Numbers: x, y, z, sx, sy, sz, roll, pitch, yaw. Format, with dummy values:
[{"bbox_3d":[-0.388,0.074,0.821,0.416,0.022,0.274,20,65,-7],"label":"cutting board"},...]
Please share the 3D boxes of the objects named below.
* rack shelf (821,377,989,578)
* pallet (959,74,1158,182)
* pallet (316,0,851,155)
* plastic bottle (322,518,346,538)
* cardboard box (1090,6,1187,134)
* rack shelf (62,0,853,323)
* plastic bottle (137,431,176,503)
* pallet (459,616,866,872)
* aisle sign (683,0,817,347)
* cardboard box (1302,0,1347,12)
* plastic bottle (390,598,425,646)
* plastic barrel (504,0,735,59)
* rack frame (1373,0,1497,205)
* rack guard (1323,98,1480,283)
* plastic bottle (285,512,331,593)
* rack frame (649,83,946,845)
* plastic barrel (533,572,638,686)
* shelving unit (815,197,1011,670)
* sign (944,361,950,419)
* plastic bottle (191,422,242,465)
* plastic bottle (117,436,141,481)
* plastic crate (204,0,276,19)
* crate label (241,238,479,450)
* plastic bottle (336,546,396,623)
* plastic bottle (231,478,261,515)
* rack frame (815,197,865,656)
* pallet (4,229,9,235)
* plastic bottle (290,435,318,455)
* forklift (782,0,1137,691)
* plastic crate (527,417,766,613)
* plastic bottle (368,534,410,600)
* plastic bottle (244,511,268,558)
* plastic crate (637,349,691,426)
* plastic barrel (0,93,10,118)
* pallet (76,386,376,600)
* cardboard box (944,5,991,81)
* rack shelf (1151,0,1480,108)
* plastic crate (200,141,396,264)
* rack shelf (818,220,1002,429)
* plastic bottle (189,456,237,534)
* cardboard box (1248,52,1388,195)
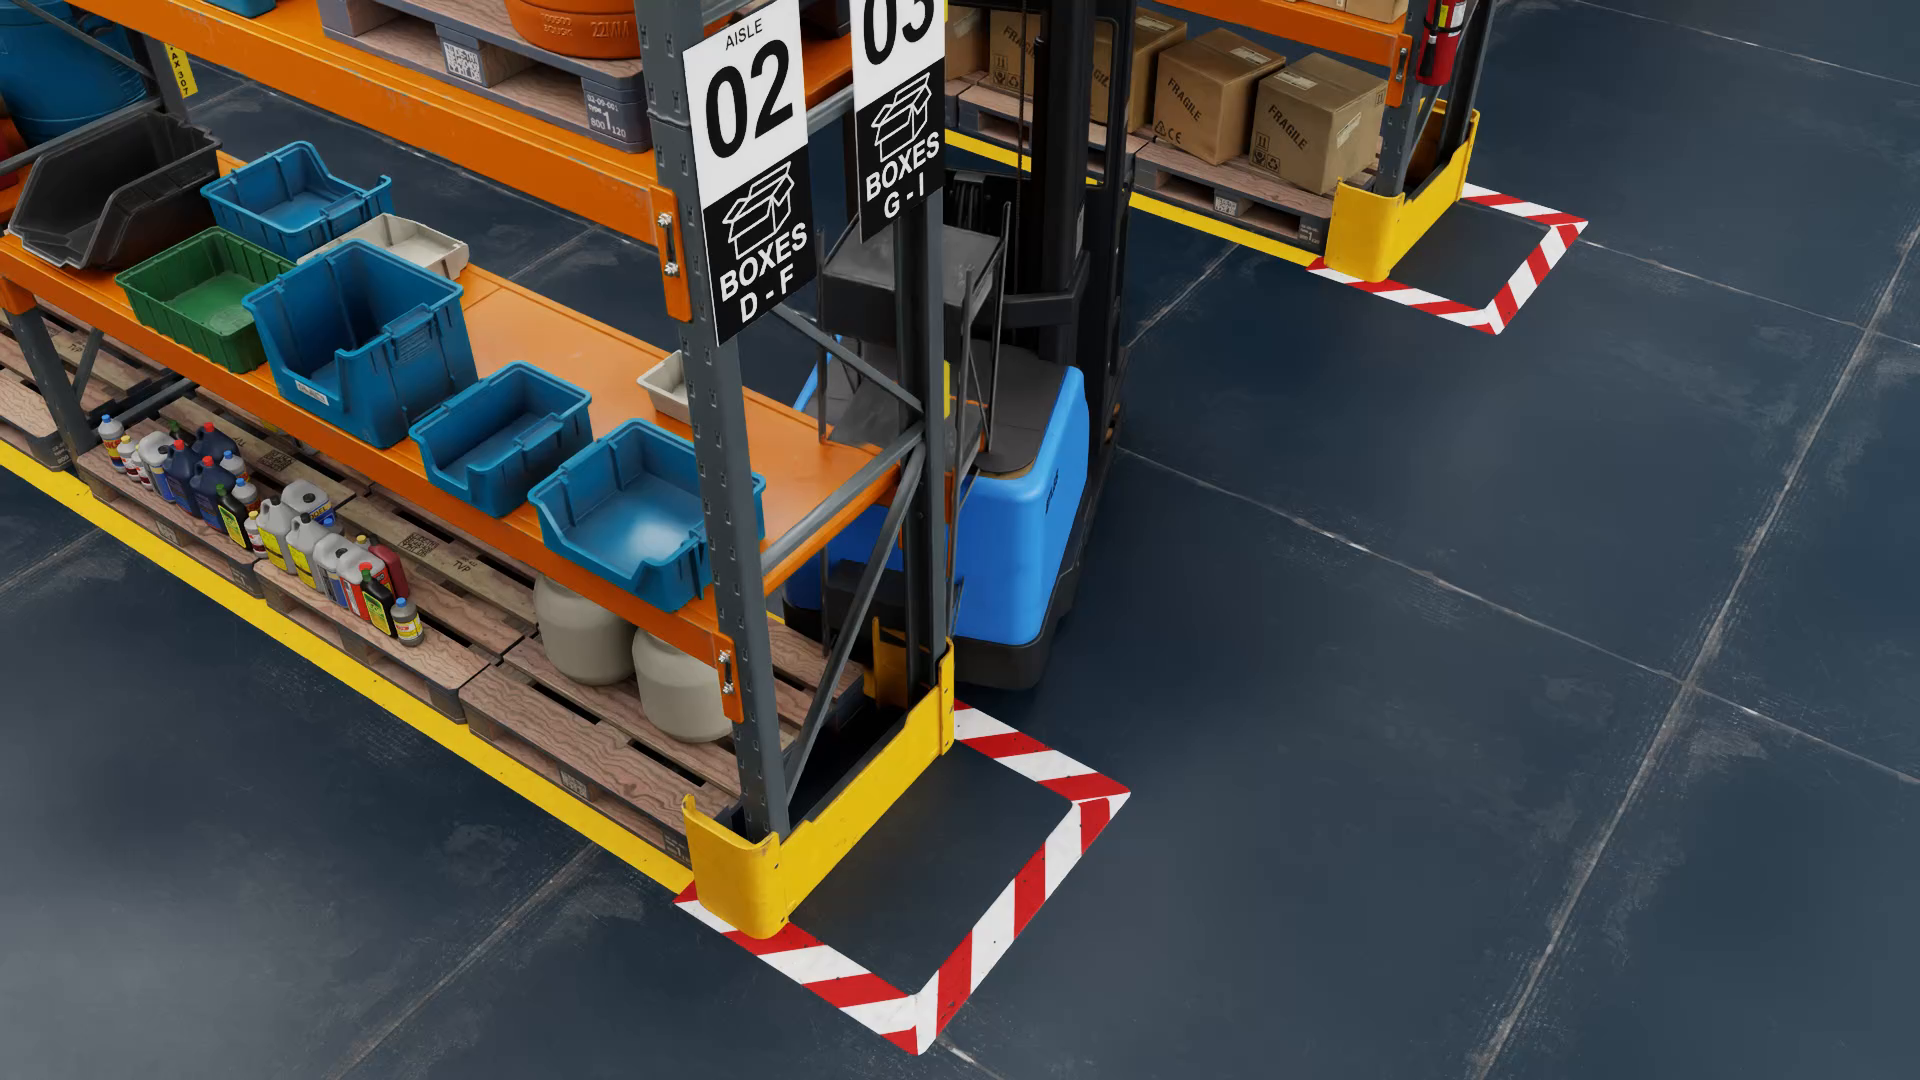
[{"bbox_3d":[-0.191,-0.244,5.909,0.480,0.518,0.431,15,46,11],"label":"rack shelf"},{"bbox_3d":[0.758,-2.600,9.998,1.213,0.211,1.003,25,48,25],"label":"pallet"},{"bbox_3d":[-1.005,-1.526,4.598,1.213,0.211,1.003,25,48,25],"label":"pallet"},{"bbox_3d":[-2.548,-0.002,6.771,0.097,0.201,0.097,0,42,0],"label":"plastic bottle"},{"bbox_3d":[0.947,-2.746,9.629,0.500,0.500,0.500,30,50,29],"label":"cardboard box"},{"bbox_3d":[-2.021,-1.724,5.217,4.000,0.370,1.077,25,48,25],"label":"rack shelf"},{"bbox_3d":[-3.369,-0.319,7.069,0.135,0.276,0.152,27,48,27],"label":"plastic bottle"},{"bbox_3d":[-1.135,0.613,6.406,1.213,0.211,1.003,25,48,25],"label":"pallet"},{"bbox_3d":[-0.496,-0.888,4.043,0.004,0.787,0.394,25,48,25],"label":"aisle sign"},{"bbox_3d":[1.904,-2.811,8.331,0.250,0.149,0.380,25,48,25],"label":"cardboard box"},{"bbox_3d":[-2.139,0.306,6.427,0.097,0.201,0.097,0,42,0],"label":"plastic bottle"},{"bbox_3d":[-0.855,-1.660,3.969,0.708,0.830,0.600,25,48,25],"label":"plastic barrel"},{"bbox_3d":[2.460,-2.813,8.144,0.127,3.000,1.000,25,48,25],"label":"rack frame"},{"bbox_3d":[2.398,-1.910,9.010,0.348,0.500,1.175,25,48,25],"label":"rack guard"},{"bbox_3d":[-2.581,0.025,6.629,0.185,0.351,0.144,27,48,27],"label":"plastic bottle"},{"bbox_3d":[-0.384,-0.109,5.122,0.127,3.000,1.000,25,48,25],"label":"rack frame"},{"bbox_3d":[-1.377,0.260,6.261,0.421,0.512,0.421,0,42,0],"label":"plastic barrel"},{"bbox_3d":[-0.190,-0.254,5.900,0.503,2.100,0.431,15,46,11],"label":"shelving unit"},{"bbox_3d":[-0.065,-0.510,5.363,0.005,0.325,0.100,25,48,25],"label":"sign"},{"bbox_3d":[-3.154,-0.360,7.059,0.185,0.351,0.144,25,48,25],"label":"plastic bottle"},{"bbox_3d":[-3.567,-0.361,7.172,0.097,0.201,0.097,0,42,0],"label":"plastic bottle"},{"bbox_3d":[-2.118,-1.786,4.759,0.575,0.384,0.392,25,48,25],"label":"plastic crate"},{"bbox_3d":[-2.046,-0.679,5.733,0.616,0.435,0.502,25,48,25],"label":"crate label"},{"bbox_3d":[-2.330,0.167,6.526,0.135,0.276,0.152,25,48,26],"label":"plastic bottle"},{"bbox_3d":[-2.940,-0.143,6.877,0.097,0.271,0.097,0,42,0],"label":"plastic bottle"},{"bbox_3d":[-0.421,-0.316,5.947,0.015,2.100,0.400,15,46,11],"label":"rack frame"},{"bbox_3d":[-5.327,-1.347,8.597,1.213,0.211,1.003,25,48,25],"label":"pallet"},{"bbox_3d":[-2.874,-0.536,7.312,0.135,0.276,0.152,25,48,25],"label":"plastic bottle"},{"bbox_3d":[0.153,-1.499,6.727,1.130,2.935,3.031,10,43,10],"label":"forklift"},{"bbox_3d":[-0.966,-0.081,5.203,0.616,0.251,0.499,25,48,25],"label":"plastic crate"},{"bbox_3d":[-2.269,0.106,6.589,0.133,0.283,0.061,25,48,25],"label":"plastic bottle"},{"bbox_3d":[-2.863,-0.032,6.805,0.097,0.201,0.097,0,42,0],"label":"plastic bottle"},{"bbox_3d":[-0.932,-0.529,5.789,0.250,0.136,0.298,25,48,25],"label":"plastic crate"},{"bbox_3d":[-4.316,-2.177,7.331,0.433,0.535,0.433,0,42,0],"label":"plastic barrel"},{"bbox_3d":[-3.133,-0.321,7.450,1.213,0.211,1.003,25,48,25],"label":"pallet"},{"bbox_3d":[-0.037,-3.179,10.113,0.500,0.500,0.500,-26,48,-26],"label":"cardboard box"},{"bbox_3d":[0.822,-3.310,9.239,4.000,0.370,1.077,25,48,25],"label":"rack shelf"},{"bbox_3d":[-2.597,-1.309,6.575,0.616,0.251,0.499,25,48,25],"label":"plastic crate"},{"bbox_3d":[-0.158,-0.742,5.418,0.480,0.518,0.431,15,46,11],"label":"rack shelf"},{"bbox_3d":[-3.082,-0.209,6.891,0.185,0.351,0.144,23,47,24],"label":"plastic bottle"},{"bbox_3d":[1.958,-2.286,9.115,0.500,0.500,0.500,-33,51,-31],"label":"cardboard box"}]
